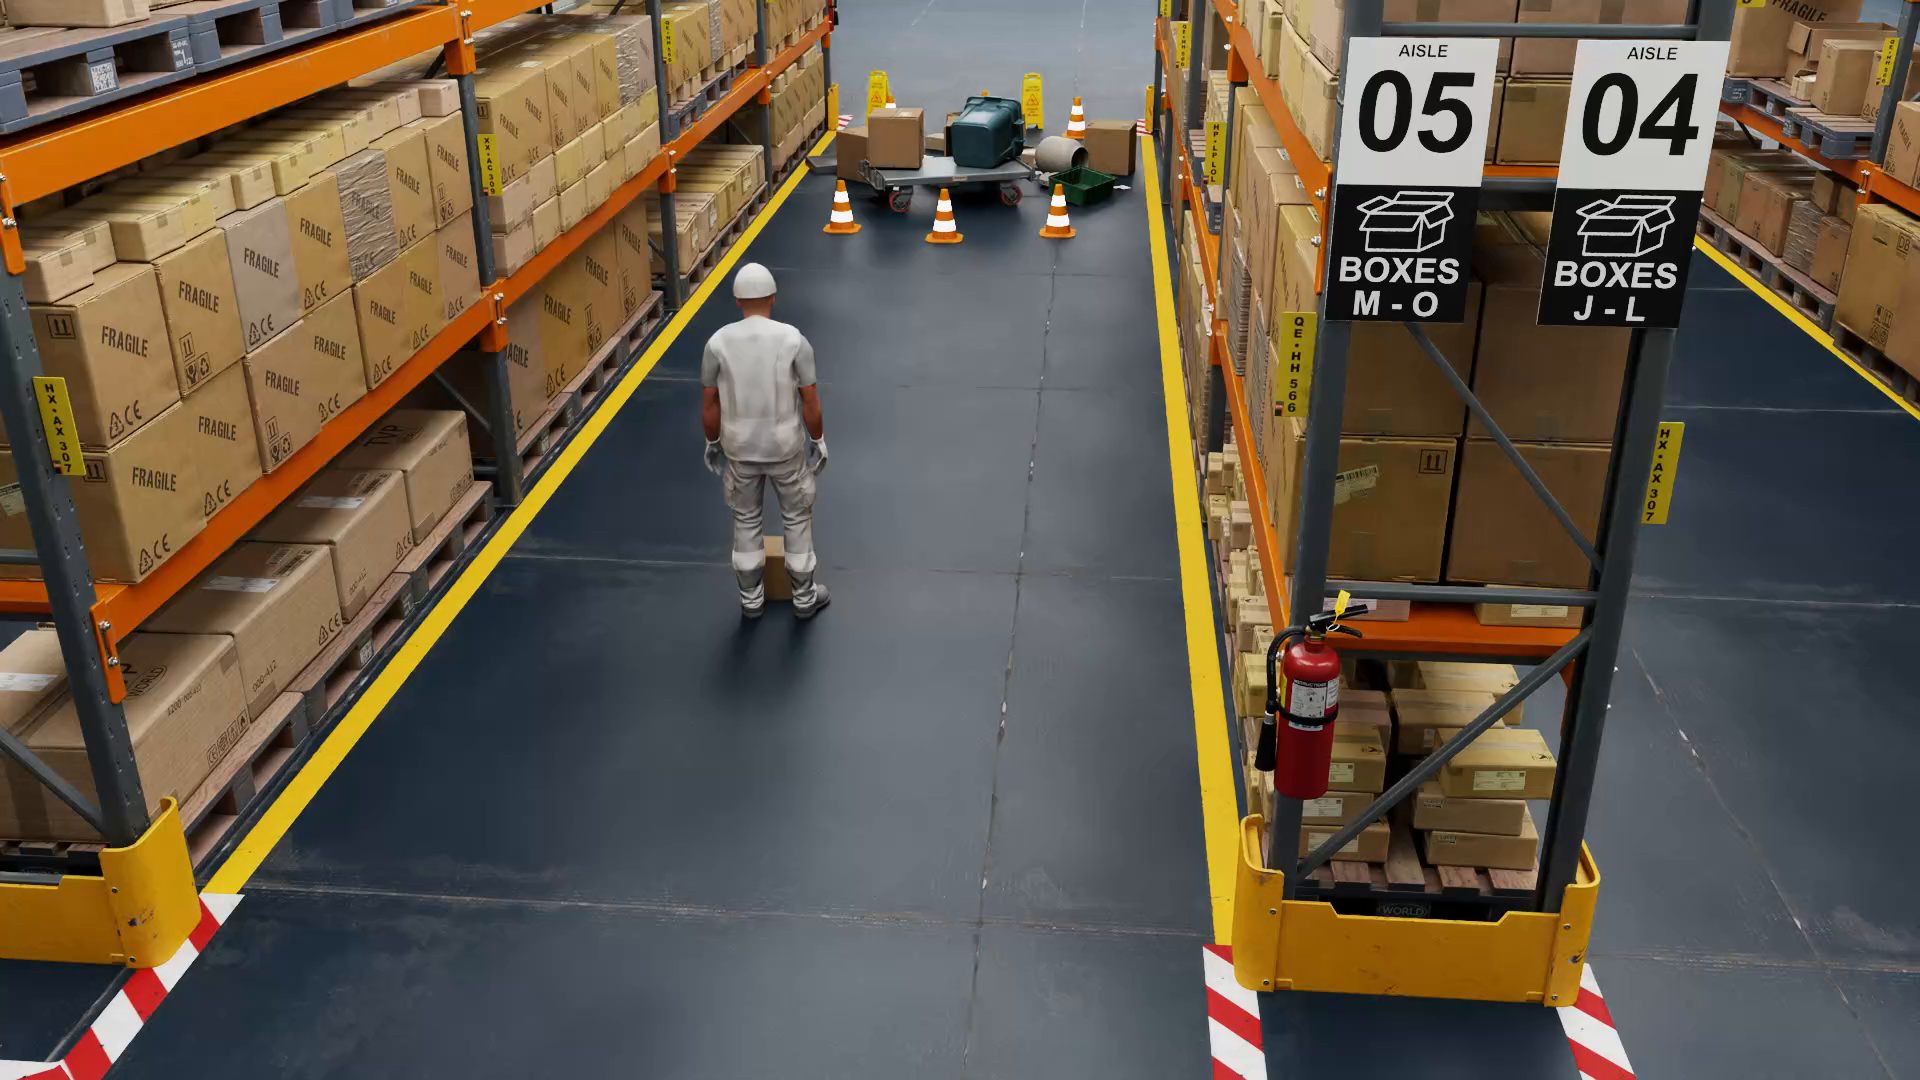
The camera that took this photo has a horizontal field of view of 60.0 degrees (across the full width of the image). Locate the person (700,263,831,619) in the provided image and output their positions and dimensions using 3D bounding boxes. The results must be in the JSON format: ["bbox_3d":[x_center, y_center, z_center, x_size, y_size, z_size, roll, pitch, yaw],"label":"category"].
[{"bbox_3d":[-0.947,-0.458,8.104,0.606,1.777,0.454,1,24,2],"label":"person"}]
